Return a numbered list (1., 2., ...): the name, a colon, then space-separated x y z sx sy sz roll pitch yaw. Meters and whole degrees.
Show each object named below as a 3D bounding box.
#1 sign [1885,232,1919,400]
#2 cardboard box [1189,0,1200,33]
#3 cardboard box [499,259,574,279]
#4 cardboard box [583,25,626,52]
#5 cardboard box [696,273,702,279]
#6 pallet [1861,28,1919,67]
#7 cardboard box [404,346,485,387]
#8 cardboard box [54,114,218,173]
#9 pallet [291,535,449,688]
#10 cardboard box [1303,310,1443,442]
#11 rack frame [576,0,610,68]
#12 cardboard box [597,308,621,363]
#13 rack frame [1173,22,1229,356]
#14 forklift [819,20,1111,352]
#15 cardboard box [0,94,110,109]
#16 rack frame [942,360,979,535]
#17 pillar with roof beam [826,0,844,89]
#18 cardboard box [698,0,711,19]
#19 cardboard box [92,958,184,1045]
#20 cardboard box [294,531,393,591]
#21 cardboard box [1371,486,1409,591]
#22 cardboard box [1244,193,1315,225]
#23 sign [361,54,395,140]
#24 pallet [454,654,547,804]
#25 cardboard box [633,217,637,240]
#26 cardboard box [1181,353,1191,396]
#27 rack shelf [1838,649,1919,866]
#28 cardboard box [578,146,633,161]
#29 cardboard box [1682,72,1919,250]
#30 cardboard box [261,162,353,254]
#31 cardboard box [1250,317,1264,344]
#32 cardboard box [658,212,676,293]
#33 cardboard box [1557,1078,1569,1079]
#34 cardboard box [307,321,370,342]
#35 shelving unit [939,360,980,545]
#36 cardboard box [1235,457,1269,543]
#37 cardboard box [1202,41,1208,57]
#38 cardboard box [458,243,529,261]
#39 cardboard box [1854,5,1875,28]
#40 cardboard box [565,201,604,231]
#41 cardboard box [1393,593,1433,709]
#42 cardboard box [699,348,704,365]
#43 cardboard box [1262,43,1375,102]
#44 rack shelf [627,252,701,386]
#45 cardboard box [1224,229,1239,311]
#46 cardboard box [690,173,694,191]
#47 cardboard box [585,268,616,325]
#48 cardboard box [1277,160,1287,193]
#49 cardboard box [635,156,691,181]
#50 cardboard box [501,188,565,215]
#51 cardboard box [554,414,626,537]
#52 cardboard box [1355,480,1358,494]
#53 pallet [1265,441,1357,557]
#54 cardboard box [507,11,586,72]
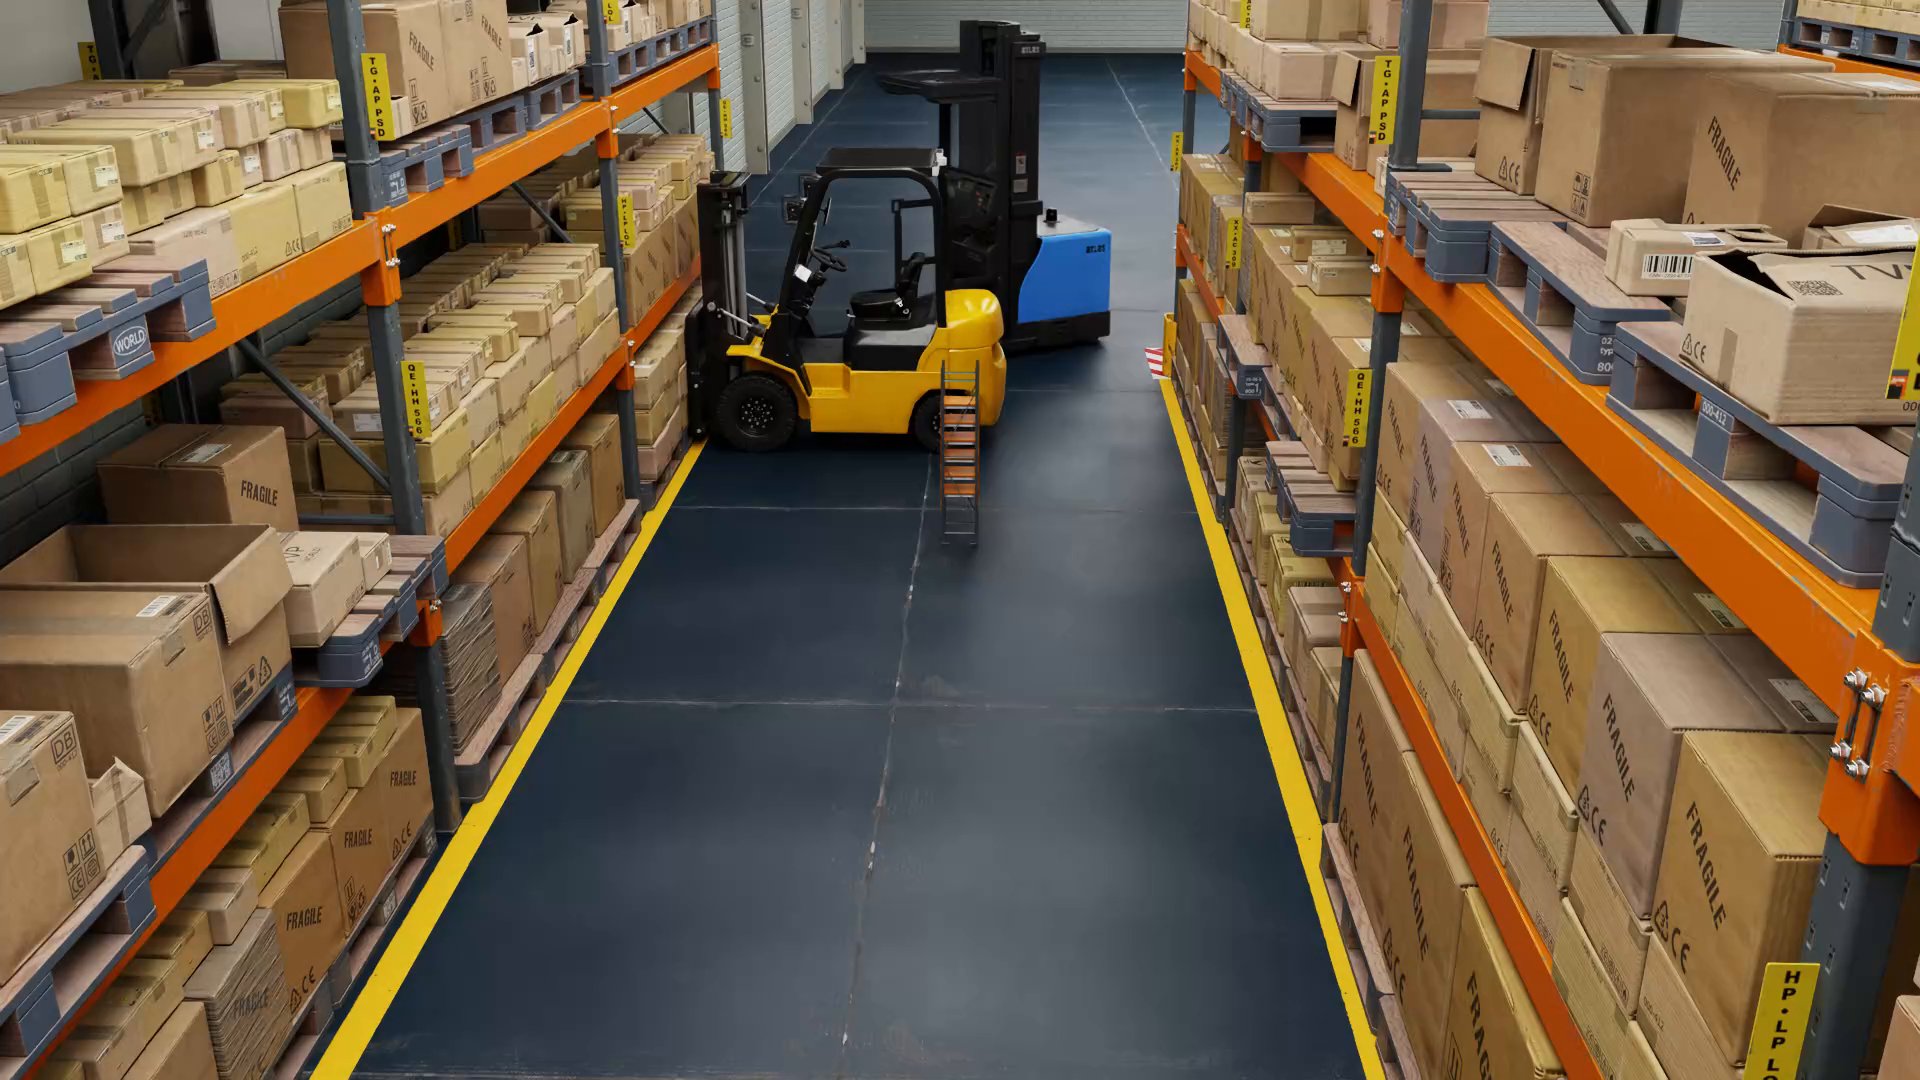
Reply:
1. sign: 1.498 -0.371 2.543 0.100 0.325 0.005 1 21 2
2. cardboard box: 2.125 -4.210 13.381 0.500 0.250 0.500 0 21 1
3. cardboard box: -2.515 -1.570 9.894 0.380 0.149 0.250 1 21 2
4. cardboard box: -2.360 -3.211 10.640 0.380 0.149 0.250 1 21 3
5. cardboard box: -2.258 -2.185 14.352 0.500 0.250 0.500 1 21 3
6. pallet: 7.311 -3.550 12.008 1.003 0.211 1.213 1 21 2
7. cardboard box: -2.510 -0.828 7.980 0.380 0.149 0.250 1 21 2
8. cardboard box: -2.548 -1.230 5.150 0.380 0.149 0.250 0 21 0
9. pallet: -2.749 0.253 6.495 1.213 0.211 1.003 1 21 2
10. cardboard box: 1.904 -0.765 7.723 0.500 0.500 0.500 0 21 1
11. rack frame: -2.677 -4.325 9.736 1.000 3.000 0.127 1 21 2
12. cardboard box: -2.431 -1.273 10.372 0.500 0.250 0.500 1 21 3
13. rack frame: 2.406 -2.922 14.412 1.000 3.000 0.127 1 21 2
14. forklift: -0.108 -3.154 15.105 3.031 2.935 1.130 -11 24 -27
15. cardboard box: -3.129 -1.425 5.653 0.380 0.149 0.250 1 21 1
16. rack frame: 0.003 -0.598 10.911 0.240 1.200 0.006 1 21 2
17. pillar with roof beam: 1.556 -14.160 35.083 9.100 9.000 0.400 1 21 2
18. cardboard box: -2.325 -4.499 13.475 0.500 0.500 0.500 1 21 3
19. cardboard box: -2.666 1.432 5.171 0.380 0.149 0.250 1 21 4
20. cardboard box: -2.435 0.081 6.441 0.380 0.149 0.250 1 21 3
21. cardboard box: 1.901 -0.012 6.428 0.500 0.250 0.500 0 21 1
22. cardboard box: 1.917 -1.993 9.991 0.380 0.149 0.250 1 21 1
23. sign: -2.256 -1.715 6.441 0.100 0.325 0.005 1 21 2
24. pallet: -2.735 0.921 8.365 1.003 0.211 1.213 1 21 2
25. cardboard box: -2.398 -2.084 11.217 0.380 0.149 0.250 1 21 3
26. cardboard box: 2.082 -1.362 13.614 0.500 0.250 0.500 1 21 4
27. rack shelf: 1.980 1.077 0.953 1.077 0.370 4.000 1 21 2
28. cardboard box: -2.837 -3.064 13.333 0.380 0.149 0.250 1 21 2
29. cardboard box: 2.399 -1.029 4.670 0.500 0.500 0.500 1 21 2
30. cardboard box: -2.572 -1.222 6.094 0.500 0.250 0.500 0 21 0
31. cardboard box: 1.935 -1.267 9.915 0.380 0.149 0.250 1 21 3
32. cardboard box: -2.389 -2.104 12.167 0.500 0.500 0.500 0 21 1
33. cardboard box: 1.980 1.987 4.118 0.875 0.875 0.875 1 21 3
34. cardboard box: -3.078 -1.014 8.461 0.380 0.149 0.250 0 21 1
35. shelving unit: 0.000 -0.565 10.825 0.258 1.200 0.189 1 21 2
36. cardboard box: 2.271 -0.256 10.595 0.950 0.372 0.625 1 21 2
37. cardboard box: 2.111 -3.895 13.122 0.380 0.149 0.250 1 21 3
38. cardboard box: -2.902 -1.753 10.365 0.380 0.149 0.250 0 21 0
39. cardboard box: 6.996 -3.942 12.523 0.380 0.149 0.250 1 21 2
40. cardboard box: -2.371 -2.128 10.921 0.380 0.149 0.250 1 21 3
41. cardboard box: 1.899 0.401 6.056 0.500 0.250 0.500 0 21 0
42. cardboard box: -2.297 -1.393 13.003 0.500 0.250 0.500 1 21 1
43. cardboard box: 1.858 -2.427 8.617 0.500 0.250 0.500 0 21 1
44. rack shelf: -2.616 -1.916 12.815 1.077 0.370 4.000 1 21 2
45. cardboard box: 2.049 -1.824 11.034 0.500 0.500 0.500 0 21 0
46. cardboard box: -2.313 -2.823 13.123 0.380 0.149 0.250 0 21 0
47. cardboard box: -2.436 -1.511 10.293 0.500 0.250 0.500 0 21 0
48. cardboard box: 2.552 -2.468 11.311 0.700 0.500 0.500 1 21 2
49. cardboard box: -2.294 -2.868 12.828 0.380 0.149 0.250 1 21 3
50. cardboard box: -2.926 -2.321 11.418 0.380 0.149 0.250 0 21 1
51. cardboard box: -2.682 -0.428 10.689 0.875 0.625 0.625 2 21 4
52. cardboard box: 1.938 -0.229 7.239 0.380 0.149 0.250 1 21 4
53. pallet: 2.078 -0.198 7.659 1.213 0.211 1.003 1 21 2
54. cardboard box: -2.455 -2.863 9.520 0.500 0.311 0.500 0 21 0
